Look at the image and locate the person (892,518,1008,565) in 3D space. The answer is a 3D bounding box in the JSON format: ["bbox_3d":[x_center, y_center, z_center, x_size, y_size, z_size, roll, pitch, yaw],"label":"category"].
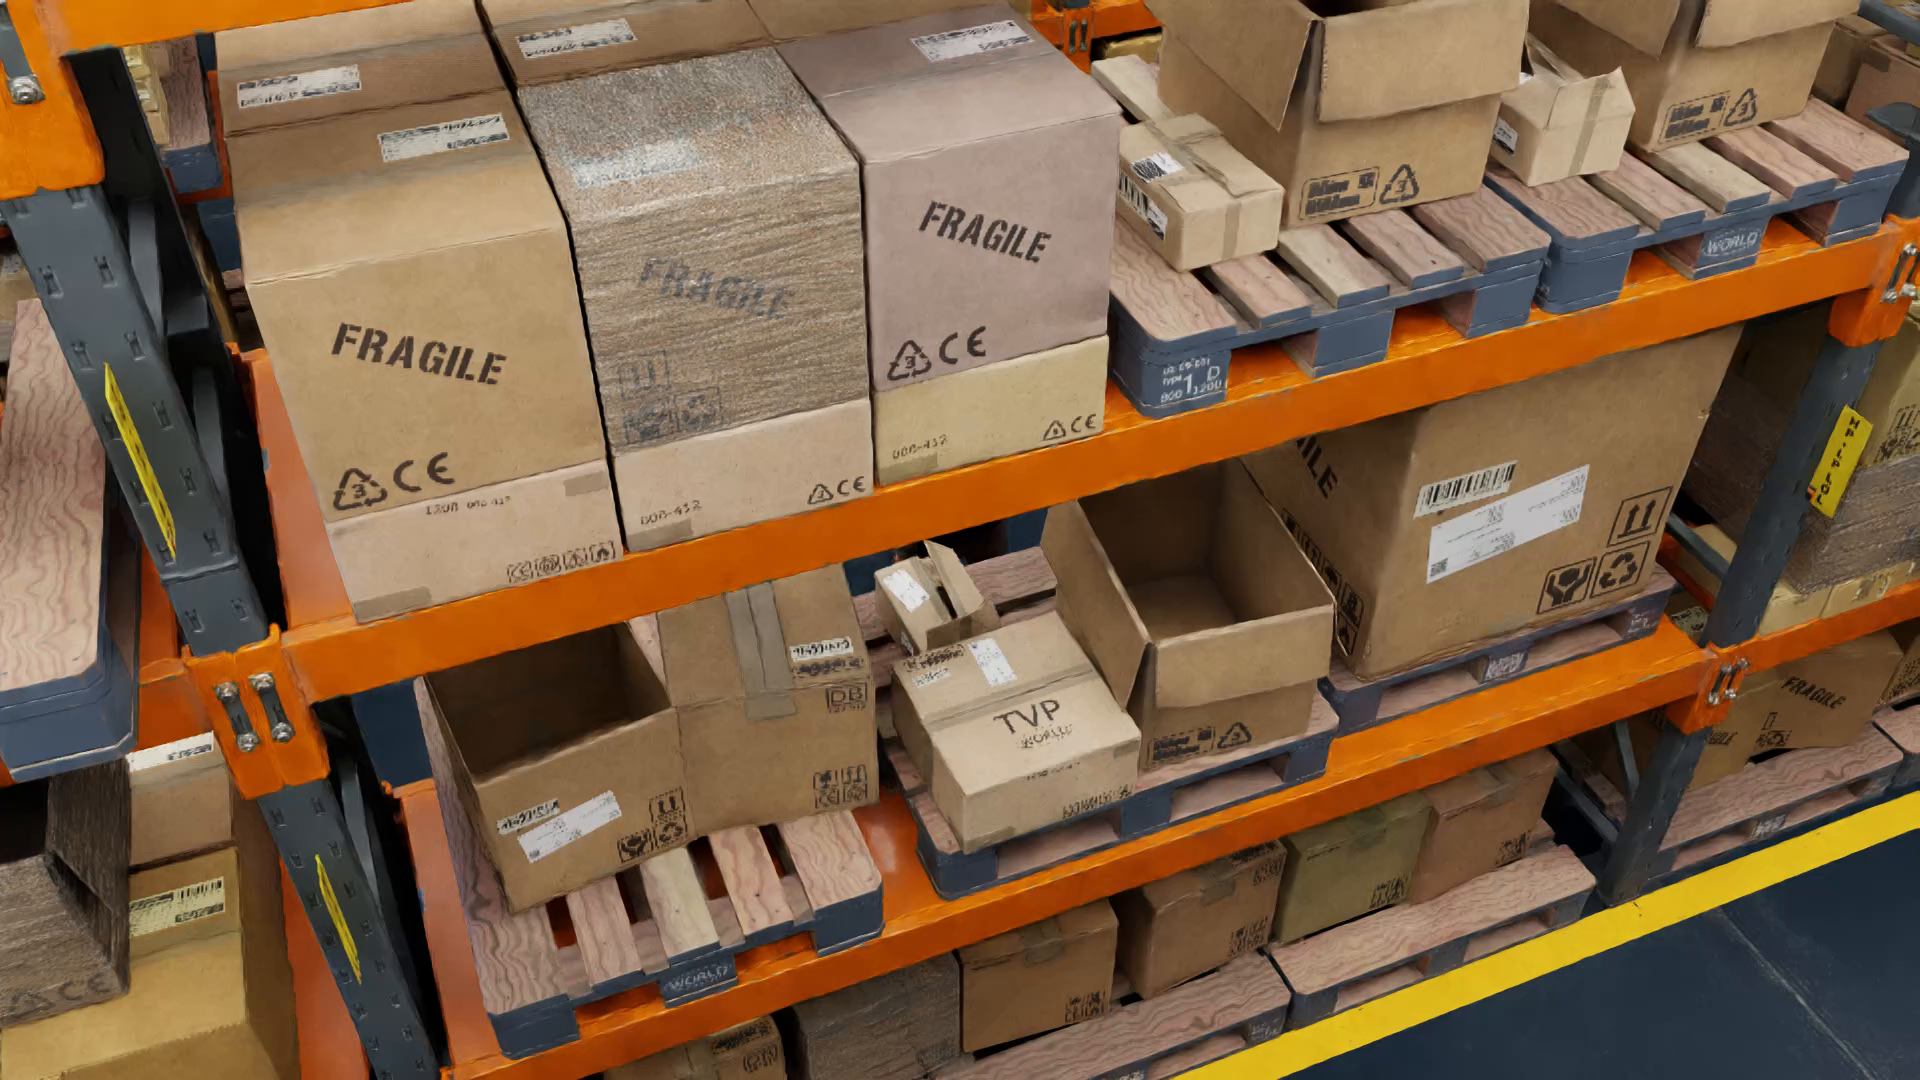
[{"bbox_3d":[-0.015,-0.092,6.301,0.673,1.688,0.502,-20,45,-21],"label":"person"}]
